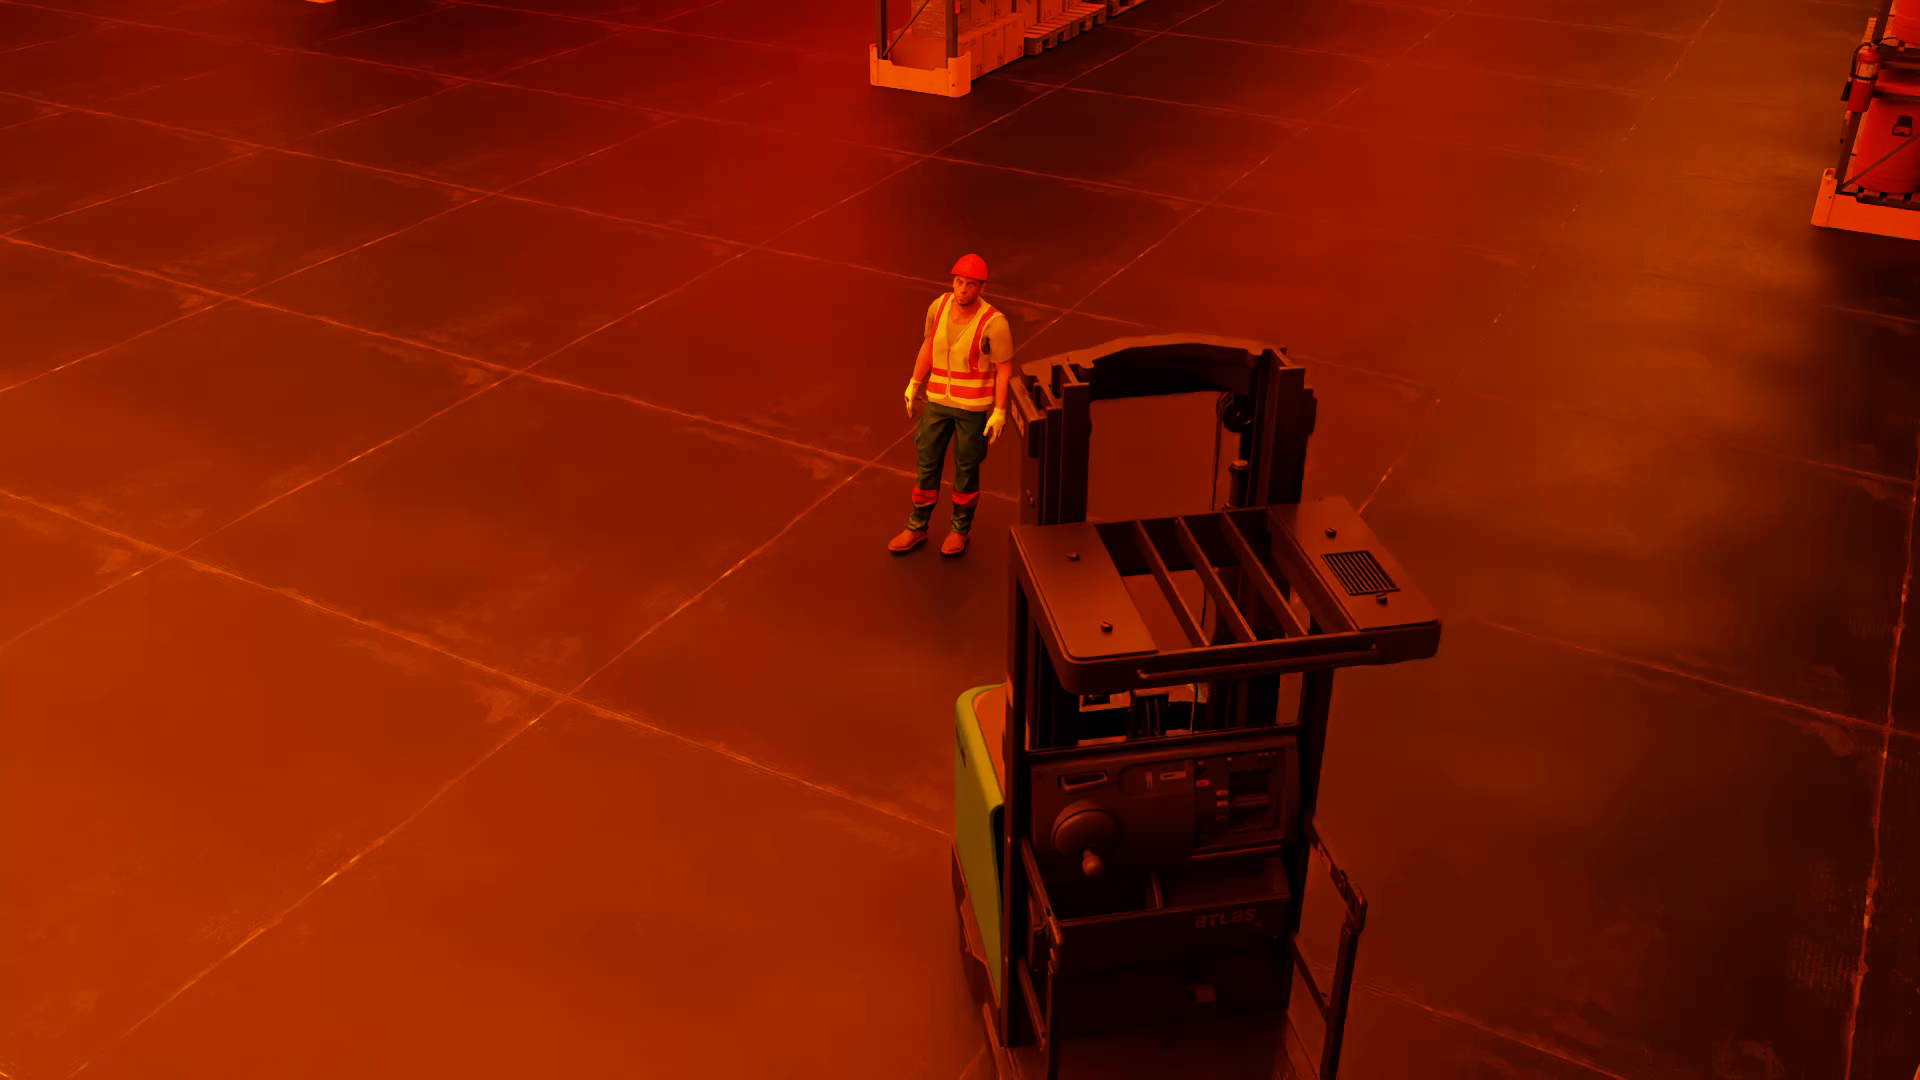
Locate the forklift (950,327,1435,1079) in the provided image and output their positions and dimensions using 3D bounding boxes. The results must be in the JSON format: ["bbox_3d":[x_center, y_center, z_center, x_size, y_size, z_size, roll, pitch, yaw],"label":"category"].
[{"bbox_3d":[0.730,0.921,5.474,1.130,2.935,3.031,-5,30,-9],"label":"forklift"}]

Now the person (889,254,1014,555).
[{"bbox_3d":[-0.050,-0.750,9.497,0.638,1.787,0.564,15,33,25],"label":"person"}]
